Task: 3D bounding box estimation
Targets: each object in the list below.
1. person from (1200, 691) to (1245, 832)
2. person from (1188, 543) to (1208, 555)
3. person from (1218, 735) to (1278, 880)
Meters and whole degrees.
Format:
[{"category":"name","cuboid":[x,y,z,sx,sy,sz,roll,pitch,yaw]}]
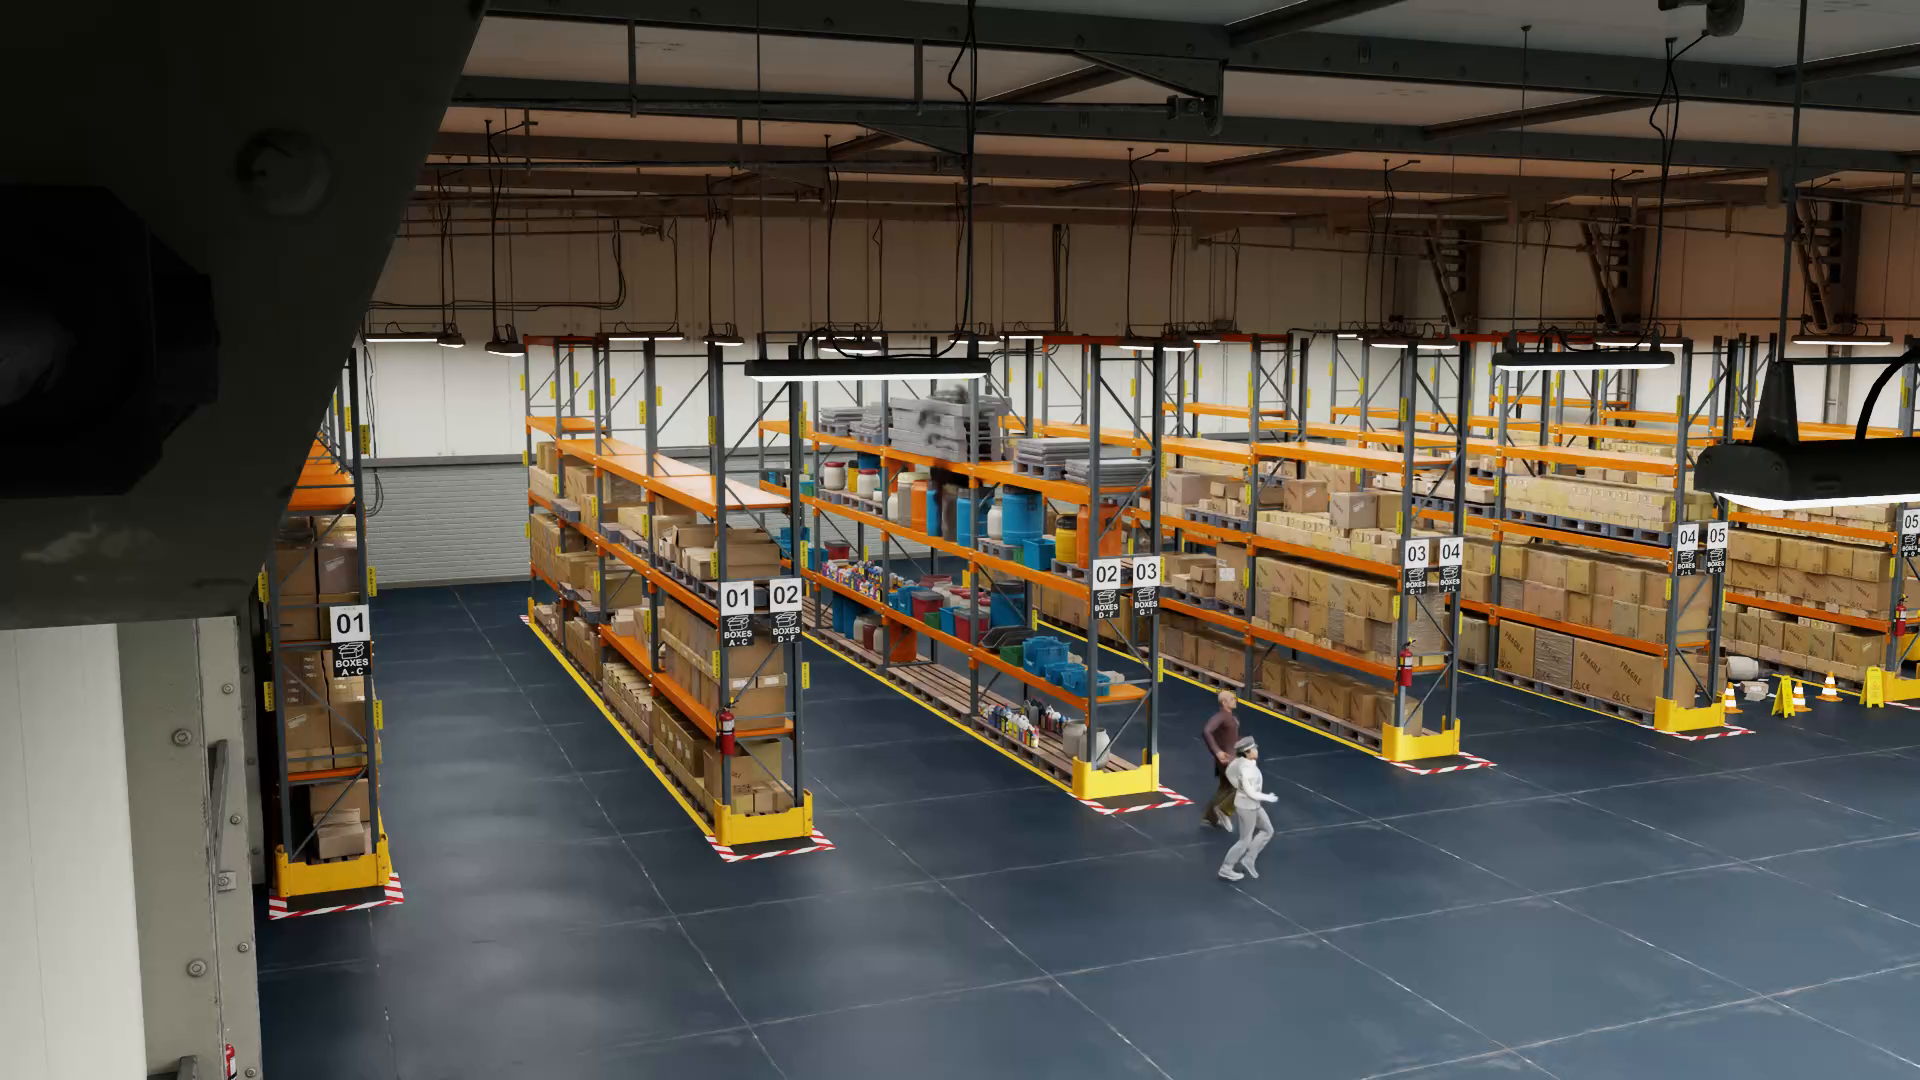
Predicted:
[{"category":"person","cuboid":[3.322,2.732,20.624,0.658,1.737,0.698,1,8,9]},{"category":"person","cuboid":[5.941,0.008,41.571,0.828,1.605,0.640,5,9,31]},{"category":"person","cuboid":[3.254,3.021,18.769,0.644,1.685,0.619,1,8,6]}]
